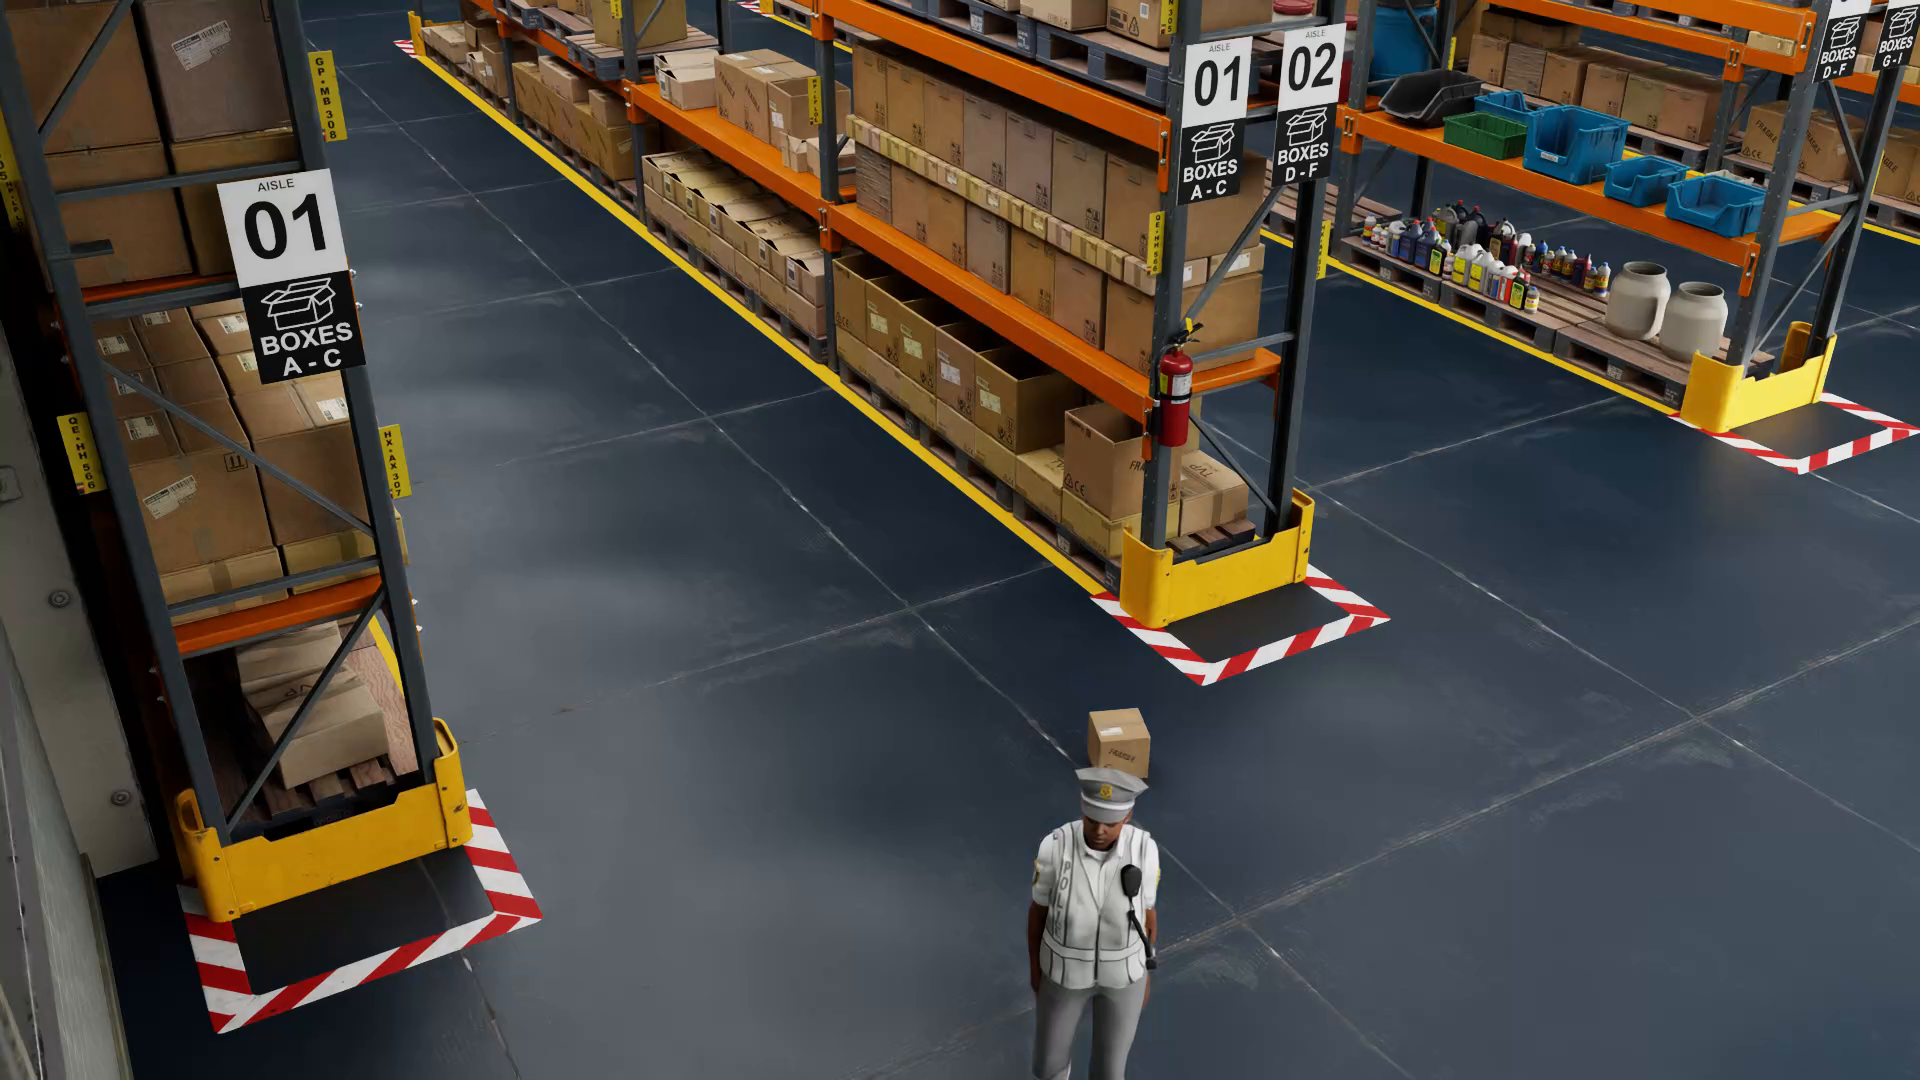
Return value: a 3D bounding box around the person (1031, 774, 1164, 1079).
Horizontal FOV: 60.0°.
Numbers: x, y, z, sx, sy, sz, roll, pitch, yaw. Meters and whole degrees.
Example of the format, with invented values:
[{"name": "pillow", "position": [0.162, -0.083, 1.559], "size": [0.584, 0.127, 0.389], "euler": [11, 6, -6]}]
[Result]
[{"name": "person", "position": [0.467, 1.497, 5.796], "size": [0.447, 1.680, 0.480], "euler": [1, 29, 1]}]
